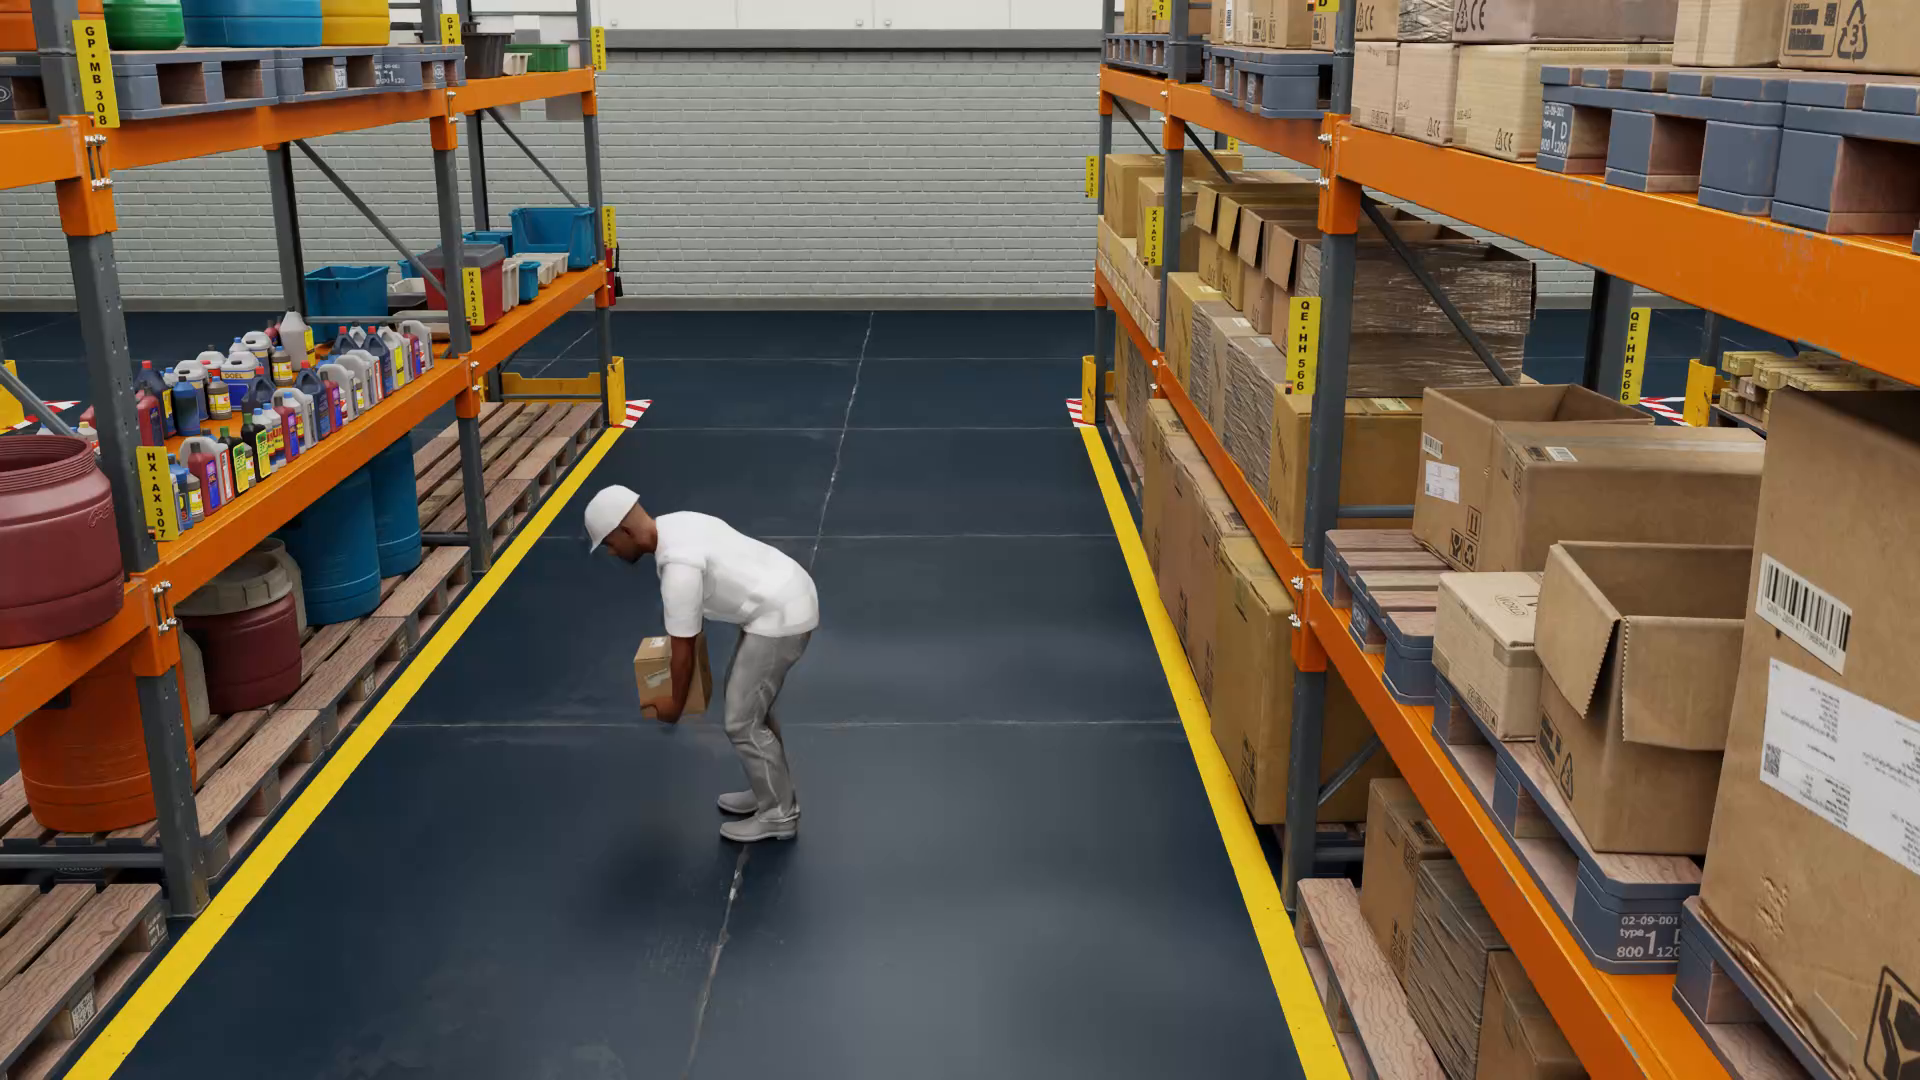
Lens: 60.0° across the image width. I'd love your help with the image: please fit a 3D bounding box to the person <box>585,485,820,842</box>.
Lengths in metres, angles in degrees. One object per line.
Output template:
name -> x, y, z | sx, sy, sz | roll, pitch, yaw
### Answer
person -> -0.993, 0.470, 6.552 | 0.886, 1.420, 0.475 | -1, 17, -2
